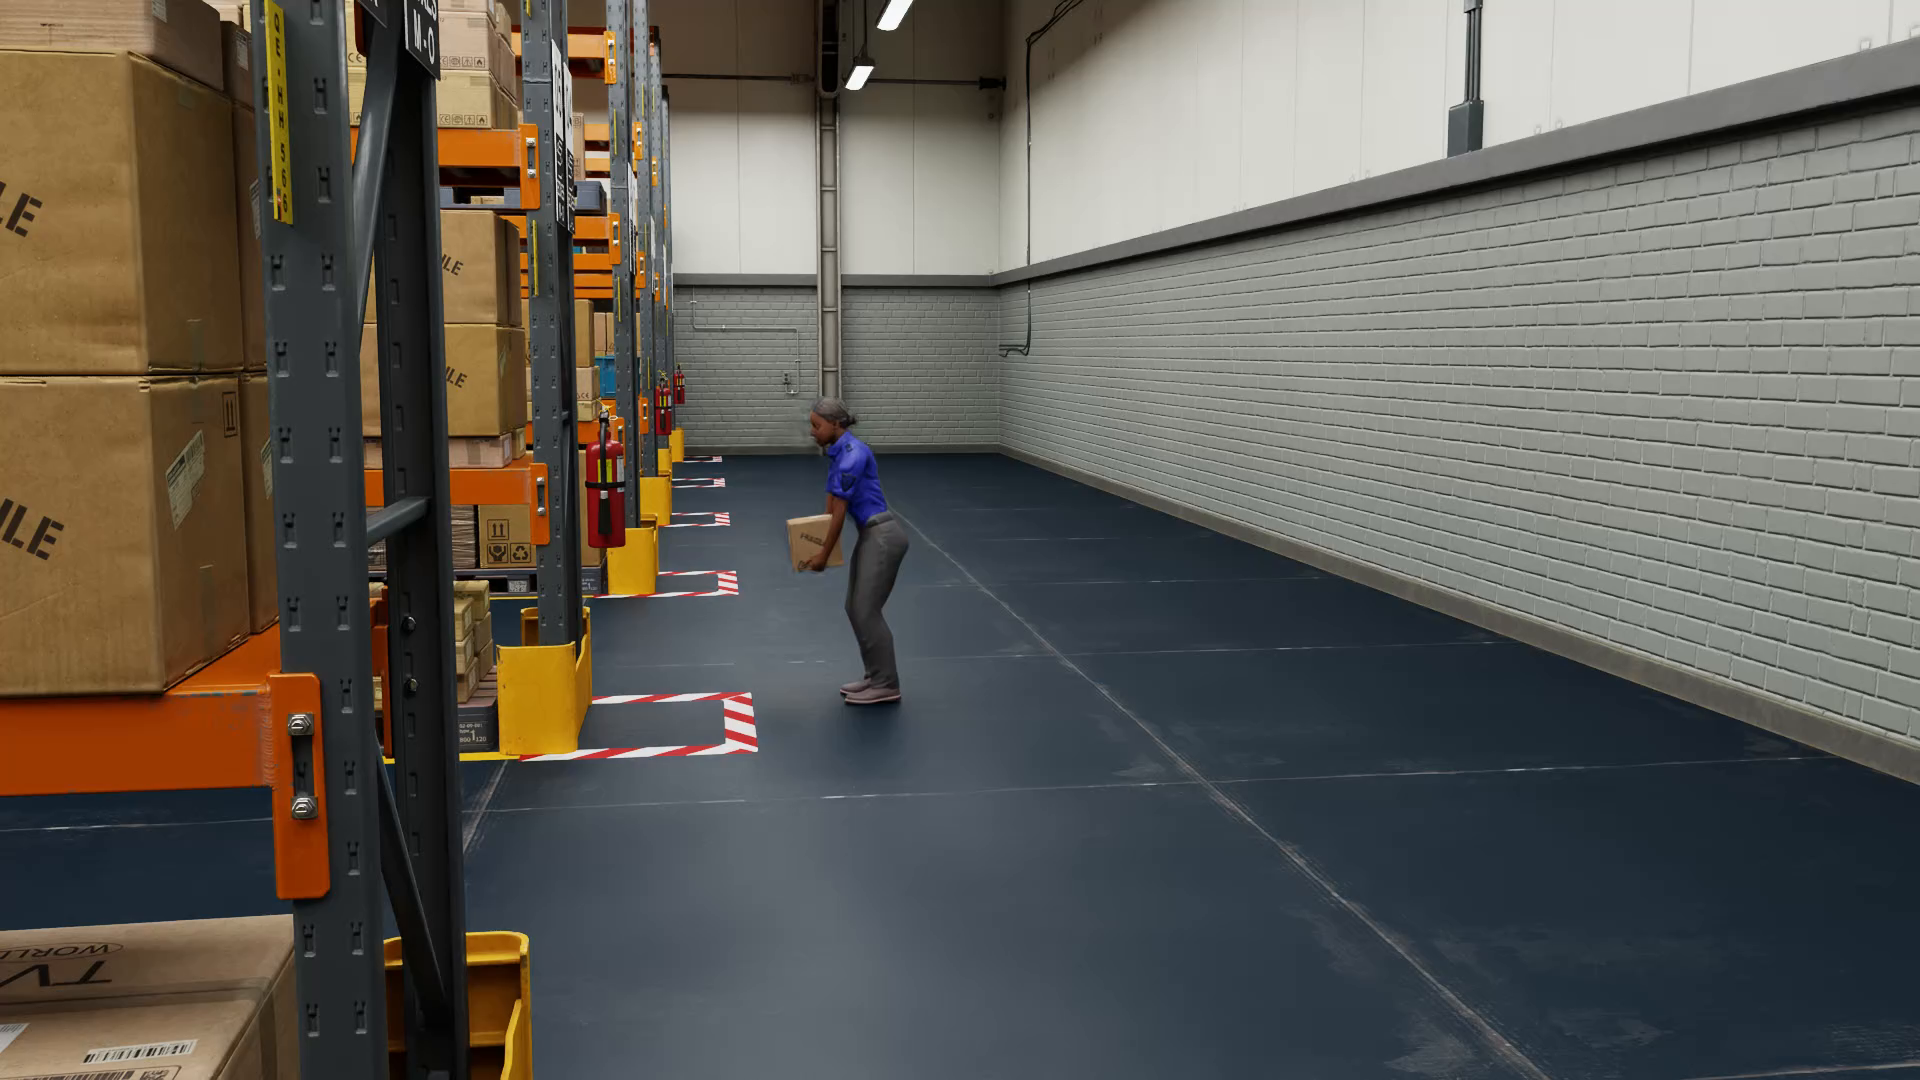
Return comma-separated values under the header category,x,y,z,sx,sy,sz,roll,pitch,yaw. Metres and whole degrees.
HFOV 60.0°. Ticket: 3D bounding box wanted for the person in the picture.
category,x,y,z,sx,sy,sz,roll,pitch,yaw
person,-0.554,0.058,8.708,0.562,1.587,0.413,-1,7,-10
